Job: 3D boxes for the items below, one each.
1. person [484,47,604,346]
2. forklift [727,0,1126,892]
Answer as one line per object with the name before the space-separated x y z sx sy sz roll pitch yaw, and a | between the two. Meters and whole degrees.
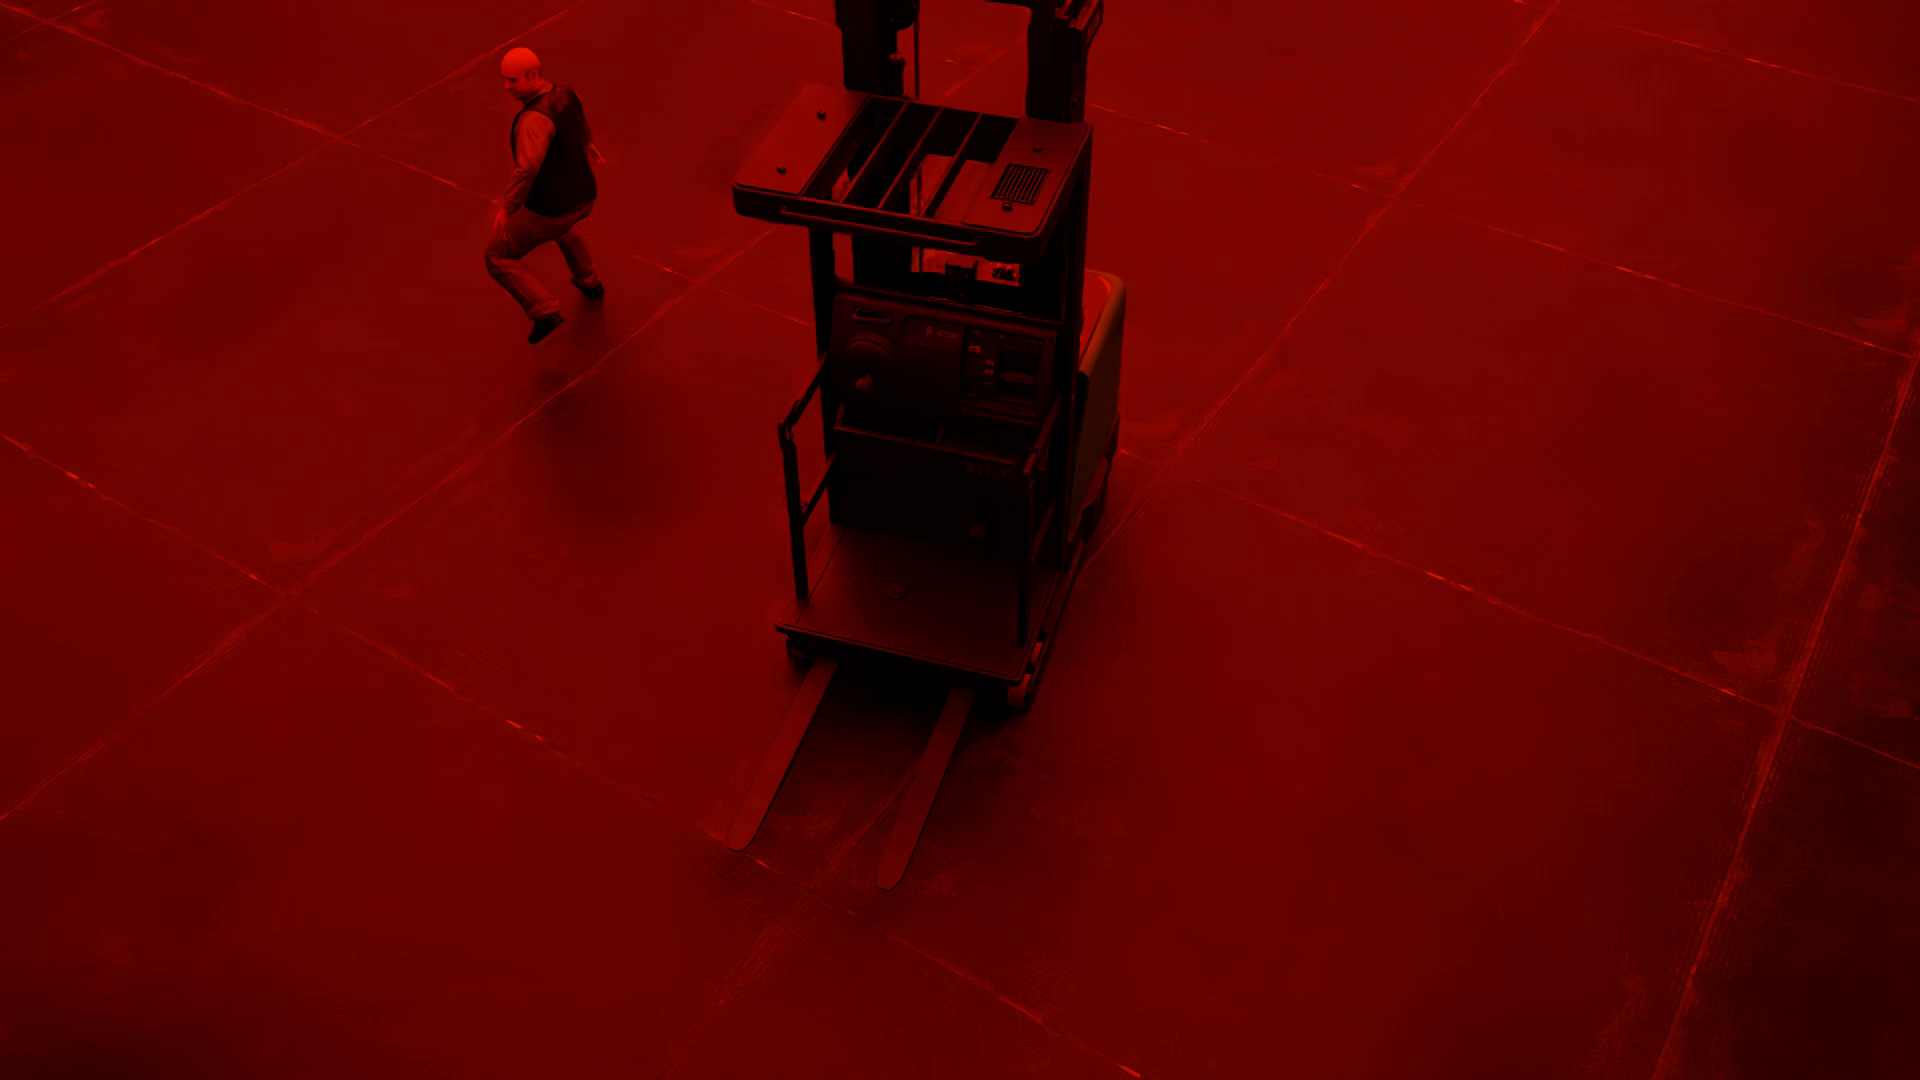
person | -2.175 -1.856 8.820 0.503 1.603 1.047 17 46 17
forklift | -0.134 -0.642 6.526 1.130 2.935 3.031 12 45 12
